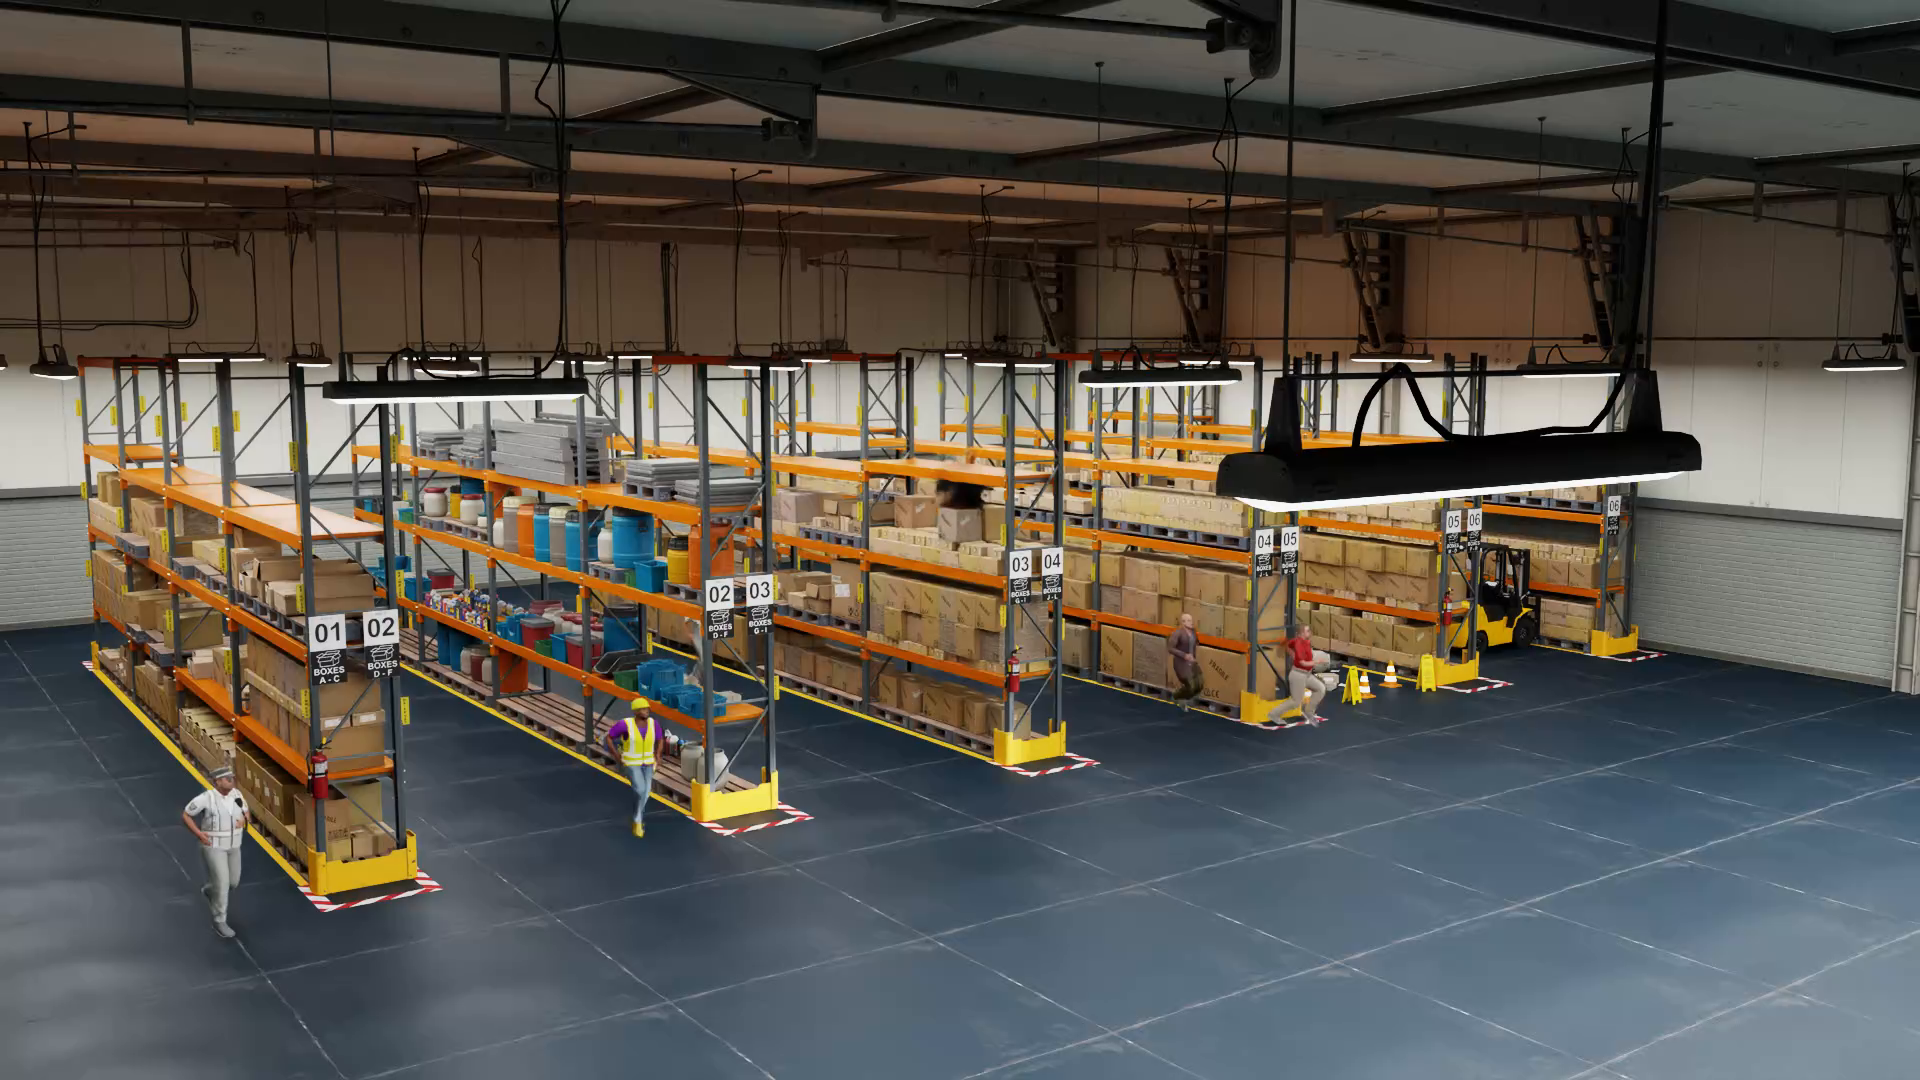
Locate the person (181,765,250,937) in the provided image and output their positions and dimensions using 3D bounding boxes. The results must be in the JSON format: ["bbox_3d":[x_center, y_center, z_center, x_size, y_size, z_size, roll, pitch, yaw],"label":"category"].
[{"bbox_3d":[-7.978,3.311,18.025,0.905,1.763,0.685,4,8,30],"label":"person"}]

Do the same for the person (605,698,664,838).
[{"bbox_3d":[-4.102,2.896,21.298,0.713,1.774,0.678,-5,9,-37],"label":"person"}]

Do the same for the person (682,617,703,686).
[{"bbox_3d":[-4.675,1.870,30.046,0.553,1.658,0.725,-6,9,-43],"label":"person"}]

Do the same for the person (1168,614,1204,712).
[{"bbox_3d":[3.752,2.059,27.474,0.727,1.698,0.661,-5,9,-37],"label":"person"}]

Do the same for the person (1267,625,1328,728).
[{"bbox_3d":[5.368,2.157,26.410,0.920,1.664,0.674,2,7,18],"label":"person"}]
